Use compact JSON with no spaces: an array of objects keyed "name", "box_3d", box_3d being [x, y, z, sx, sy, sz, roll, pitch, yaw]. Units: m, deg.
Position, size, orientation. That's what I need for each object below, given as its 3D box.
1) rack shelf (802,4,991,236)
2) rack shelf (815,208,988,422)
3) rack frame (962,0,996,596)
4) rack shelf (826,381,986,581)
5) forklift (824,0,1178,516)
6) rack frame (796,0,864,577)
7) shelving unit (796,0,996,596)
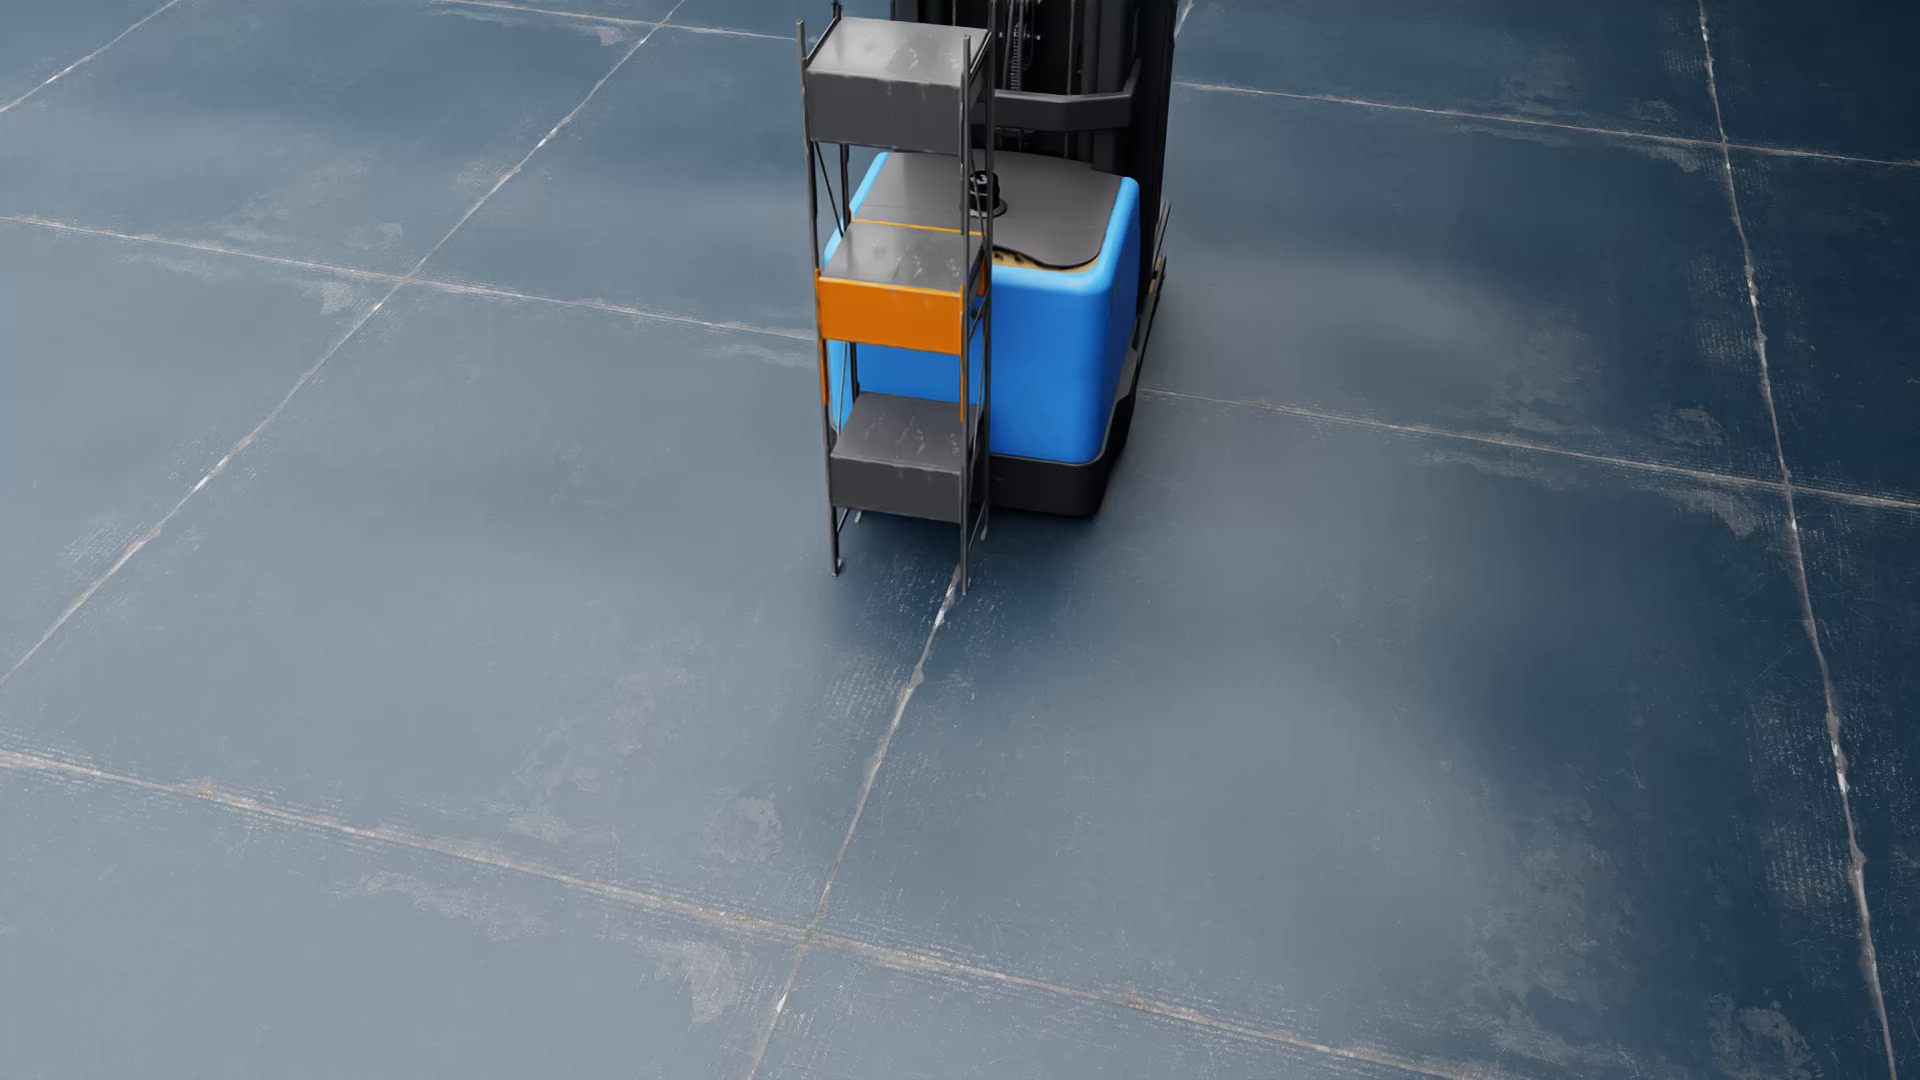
[{"name":"rack shelf","box_3d":[-0.180,-1.286,5.081,0.480,0.518,0.431,8,41,9]},{"name":"rack shelf","box_3d":[-0.180,-0.750,5.531,0.480,0.518,0.431,8,41,9]},{"name":"rack frame","box_3d":[0.058,-0.726,5.482,0.015,2.100,0.400,8,41,9]},{"name":"rack shelf","box_3d":[-0.180,-0.214,5.981,0.480,0.518,0.431,8,41,9]},{"name":"forklift","box_3d":[0.324,-2.167,6.551,1.130,2.935,3.031,8,41,9]},{"name":"rack frame","box_3d":[-0.418,-0.794,5.562,0.015,2.100,0.400,8,41,9]},{"name":"shelving unit","box_3d":[-0.180,-0.760,5.522,0.503,2.100,0.431,8,41,9]}]
